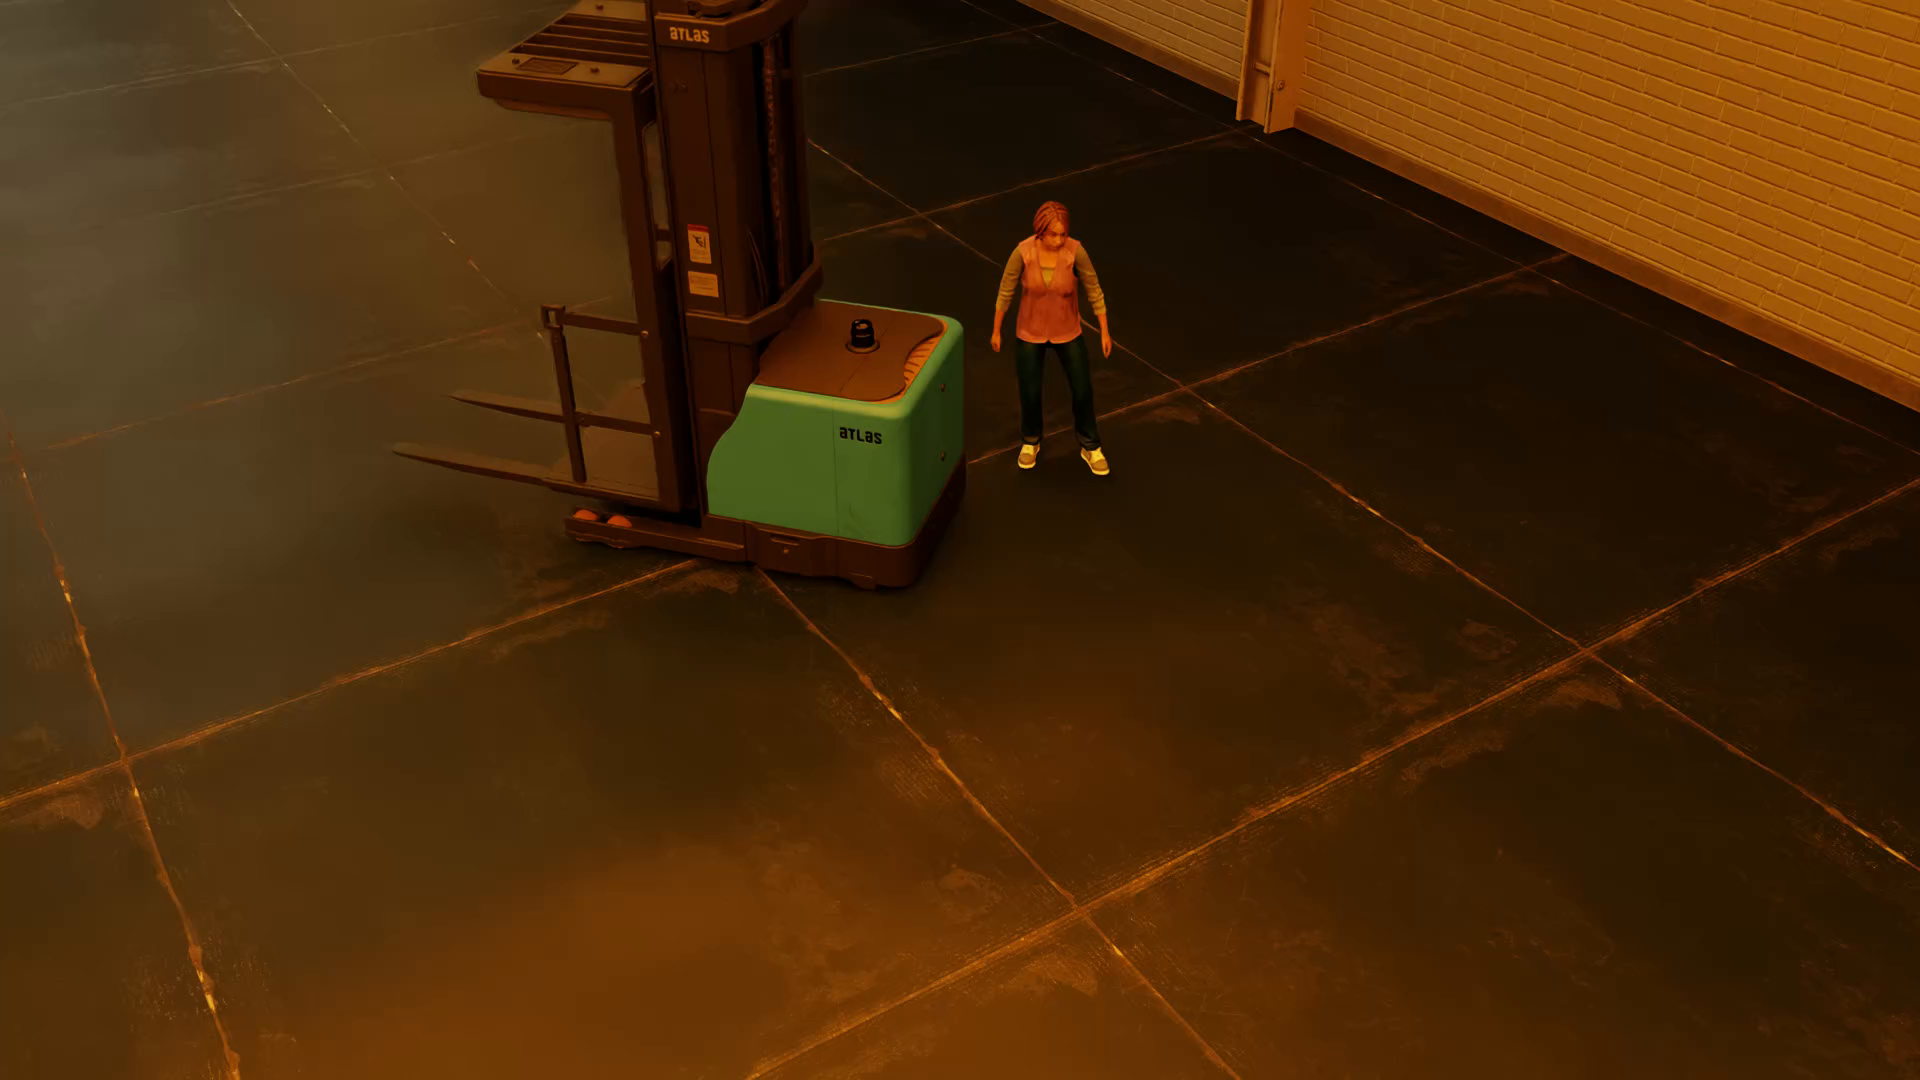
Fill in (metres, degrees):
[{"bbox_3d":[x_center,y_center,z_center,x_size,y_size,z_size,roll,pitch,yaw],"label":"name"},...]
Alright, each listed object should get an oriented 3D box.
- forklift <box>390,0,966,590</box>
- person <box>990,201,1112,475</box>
[{"bbox_3d":[-1.542,-1.434,8.189,3.031,2.935,1.130,10,36,14],"label":"forklift"},{"bbox_3d":[0.495,-1.084,8.877,0.664,1.573,0.347,0,35,0],"label":"person"}]
